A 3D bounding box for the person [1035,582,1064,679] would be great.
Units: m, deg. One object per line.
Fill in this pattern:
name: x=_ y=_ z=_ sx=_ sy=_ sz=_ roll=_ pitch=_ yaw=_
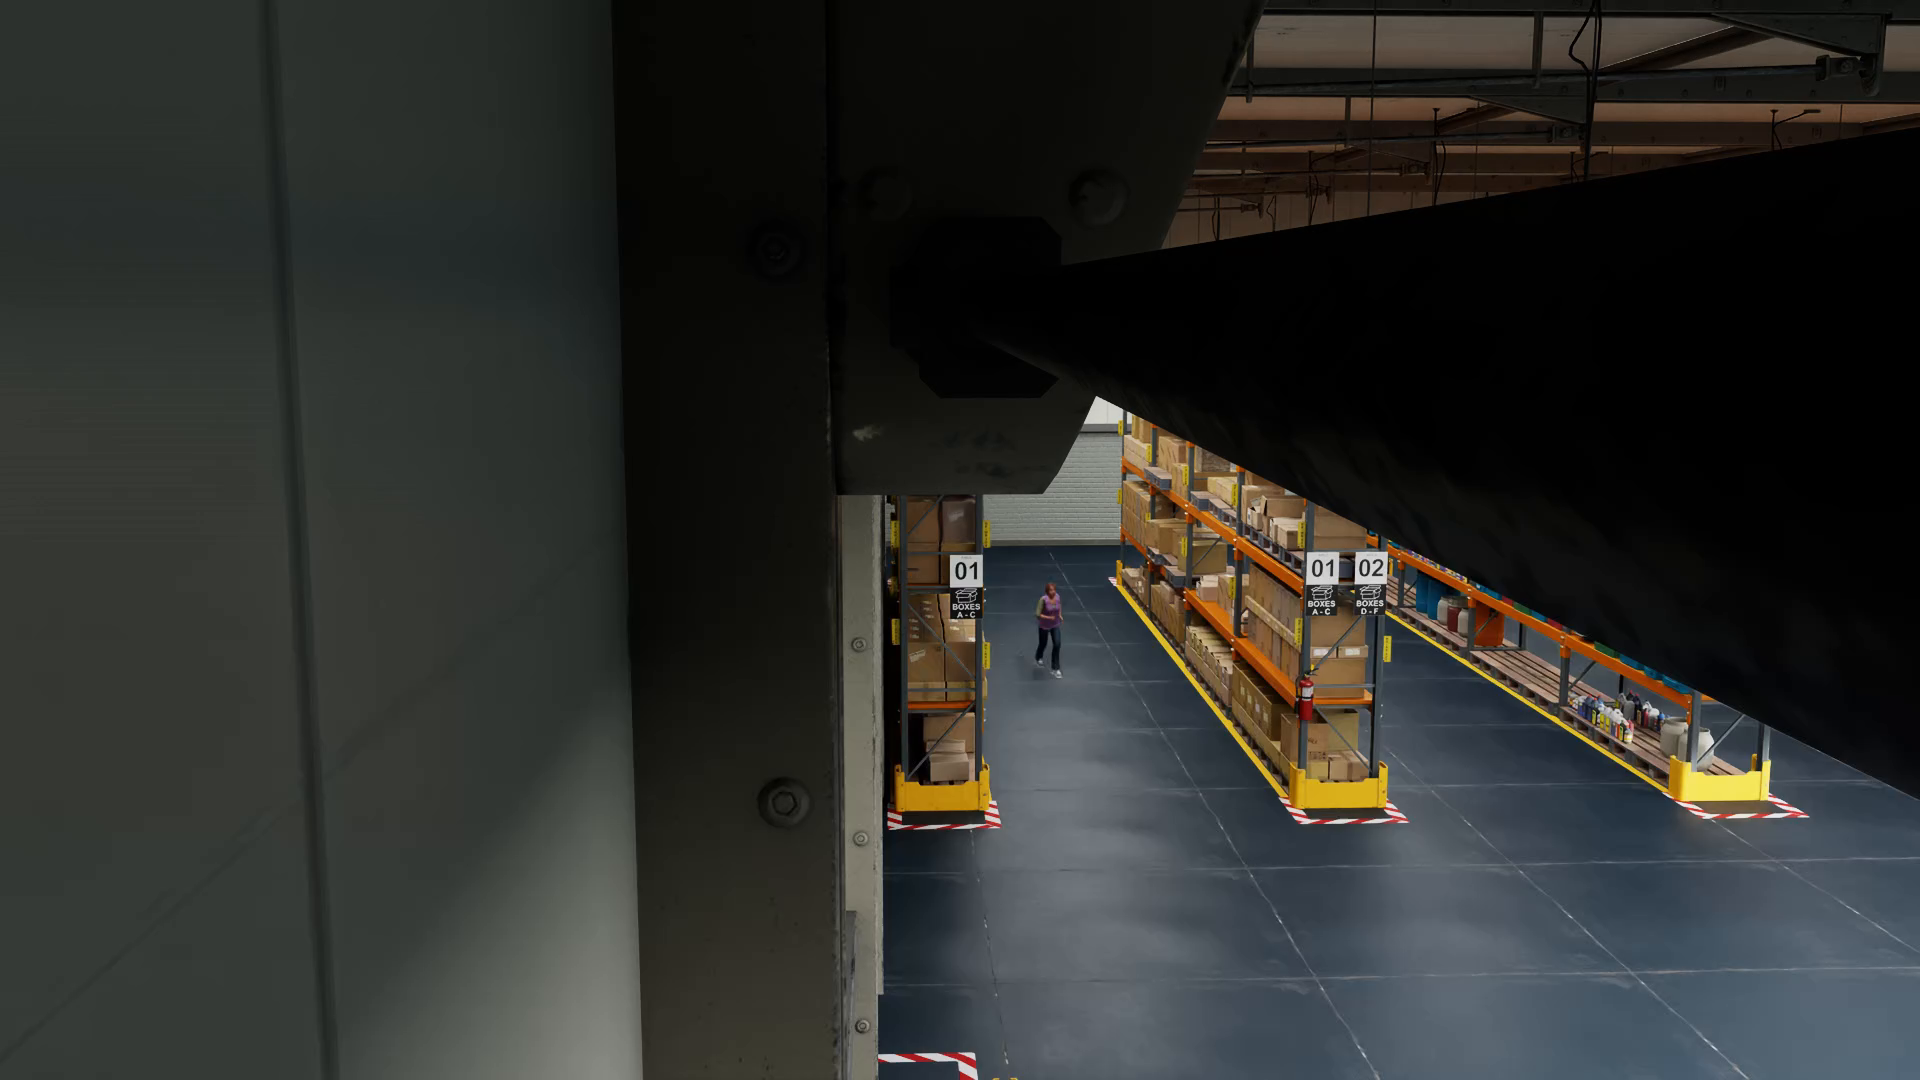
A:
person: x=1.471 y=1.458 z=27.745 sx=0.551 sy=1.573 sz=0.922 roll=-3 pitch=9 yaw=-18
